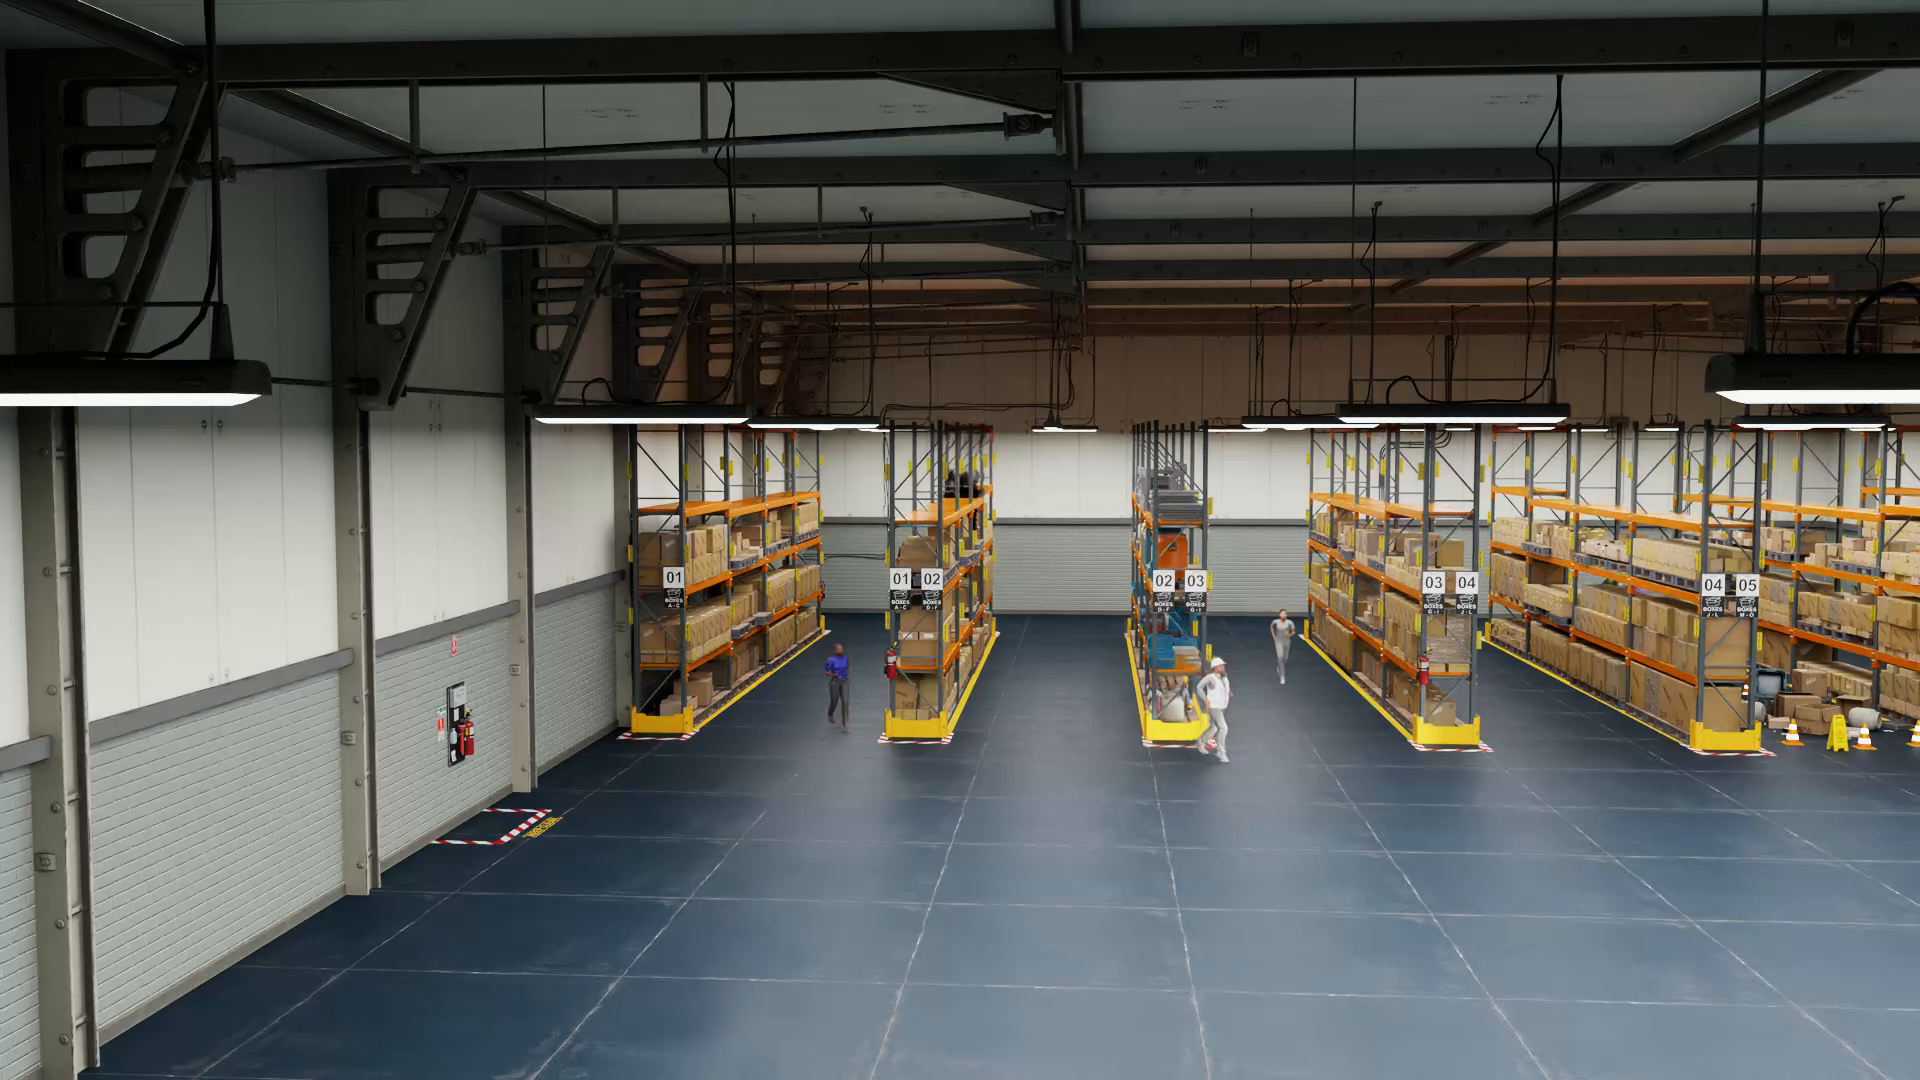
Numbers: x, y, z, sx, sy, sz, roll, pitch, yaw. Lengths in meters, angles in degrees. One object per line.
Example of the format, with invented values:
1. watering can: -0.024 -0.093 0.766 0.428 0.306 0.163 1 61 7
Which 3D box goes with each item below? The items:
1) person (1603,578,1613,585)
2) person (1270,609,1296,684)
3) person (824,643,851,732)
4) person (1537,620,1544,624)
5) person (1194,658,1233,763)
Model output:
1. person: 18.498 1.879 47.208 0.747 1.722 0.688 0 4 -4
2. person: 7.529 2.444 38.737 0.533 1.695 1.082 0 4 -2
3. person: -2.371 2.835 32.324 0.584 1.665 0.936 -1 4 -22
4. person: 16.488 1.917 46.610 0.764 1.781 0.681 -3 4 -37
5. person: 4.505 2.981 29.401 0.791 1.828 0.655 3 5 39
